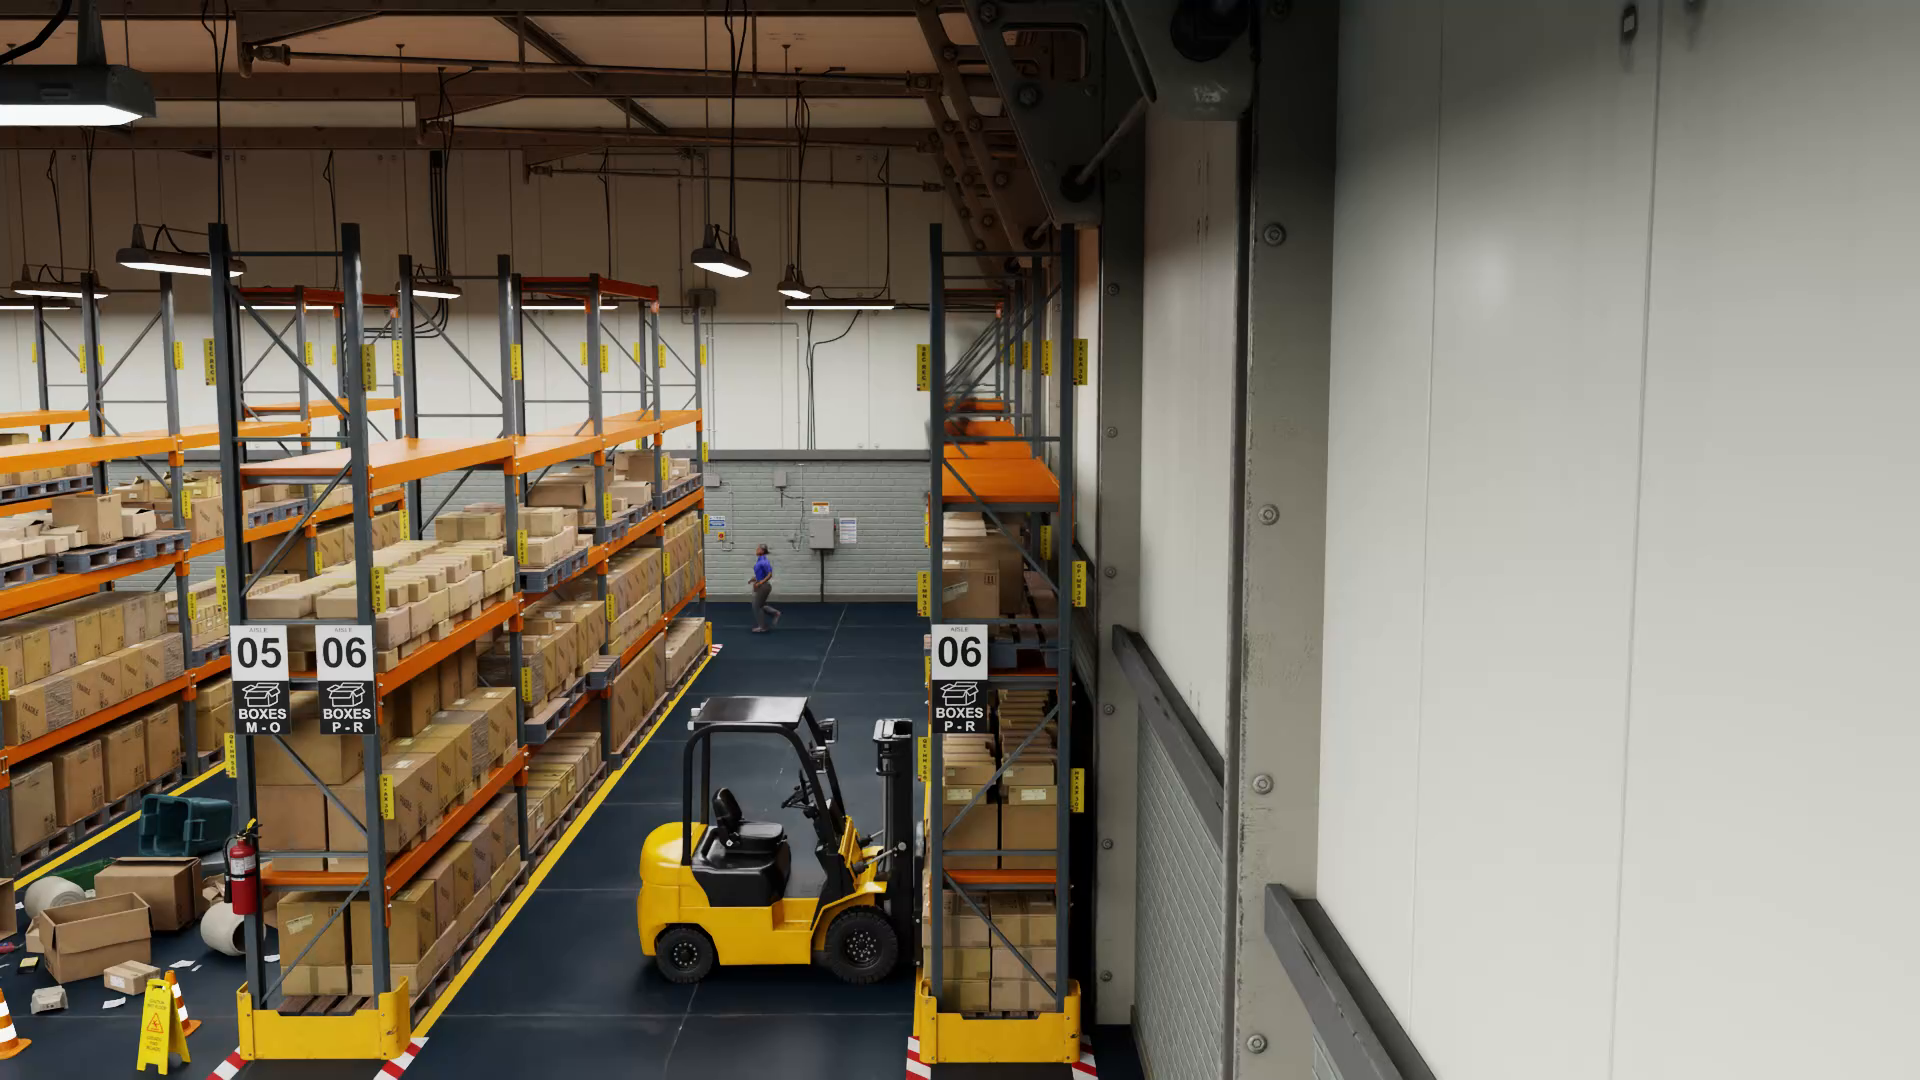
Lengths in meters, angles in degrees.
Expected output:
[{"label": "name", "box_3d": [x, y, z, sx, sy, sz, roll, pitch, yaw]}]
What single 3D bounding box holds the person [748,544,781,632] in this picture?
[{"label": "person", "box_3d": [-3.521, 0.863, 30.059, 0.589, 1.609, 0.562, -2, 7, -16]}]
